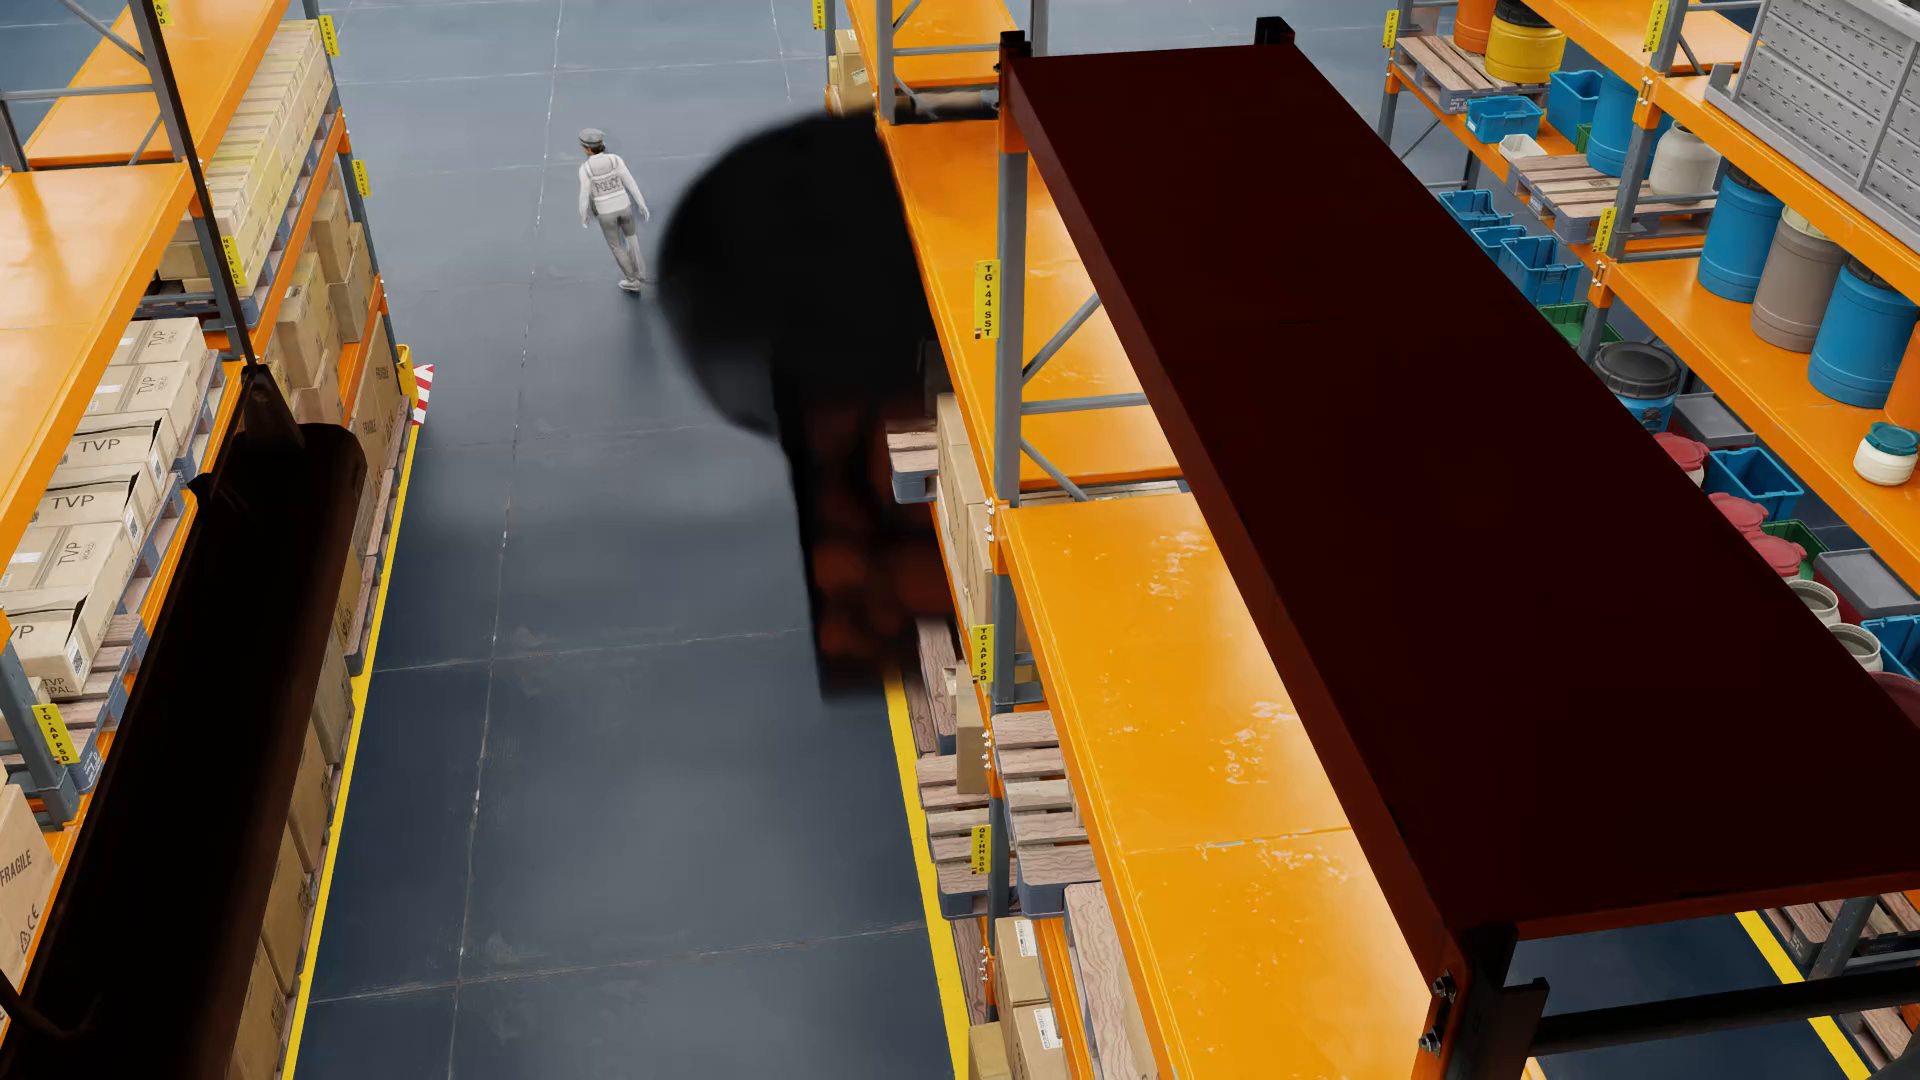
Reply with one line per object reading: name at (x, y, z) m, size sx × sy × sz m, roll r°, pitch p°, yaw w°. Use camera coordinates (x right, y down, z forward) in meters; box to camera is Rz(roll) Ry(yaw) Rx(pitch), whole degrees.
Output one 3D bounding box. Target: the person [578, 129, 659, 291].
person at (-3.430, -3.244, 16.512) m, size 0.632 × 1.625 × 0.551 m, roll -21°, pitch 41°, yaw -26°
